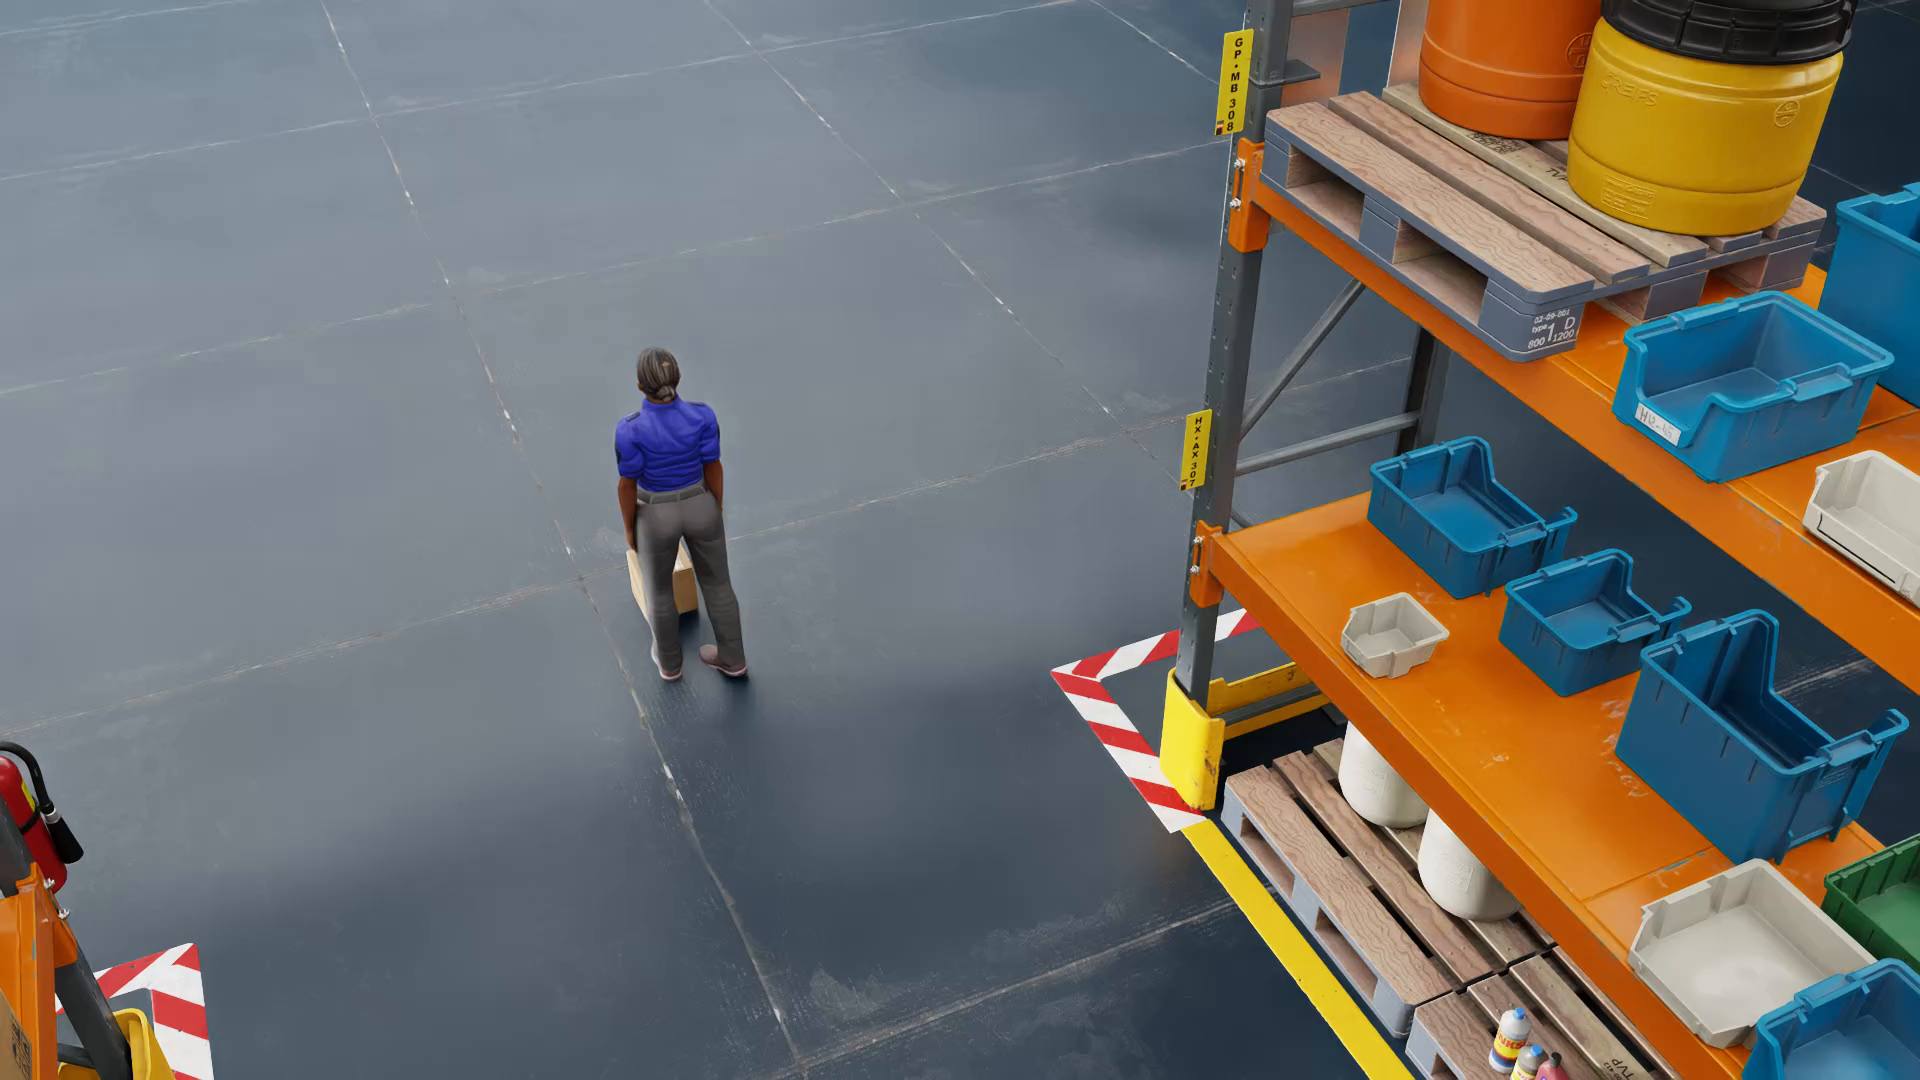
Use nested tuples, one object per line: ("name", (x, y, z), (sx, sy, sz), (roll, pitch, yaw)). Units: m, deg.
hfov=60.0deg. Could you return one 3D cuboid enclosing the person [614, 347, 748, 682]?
("person", (-1.205, -0.093, 6.997), (0.441, 1.678, 0.387), (-14, 40, -18))
